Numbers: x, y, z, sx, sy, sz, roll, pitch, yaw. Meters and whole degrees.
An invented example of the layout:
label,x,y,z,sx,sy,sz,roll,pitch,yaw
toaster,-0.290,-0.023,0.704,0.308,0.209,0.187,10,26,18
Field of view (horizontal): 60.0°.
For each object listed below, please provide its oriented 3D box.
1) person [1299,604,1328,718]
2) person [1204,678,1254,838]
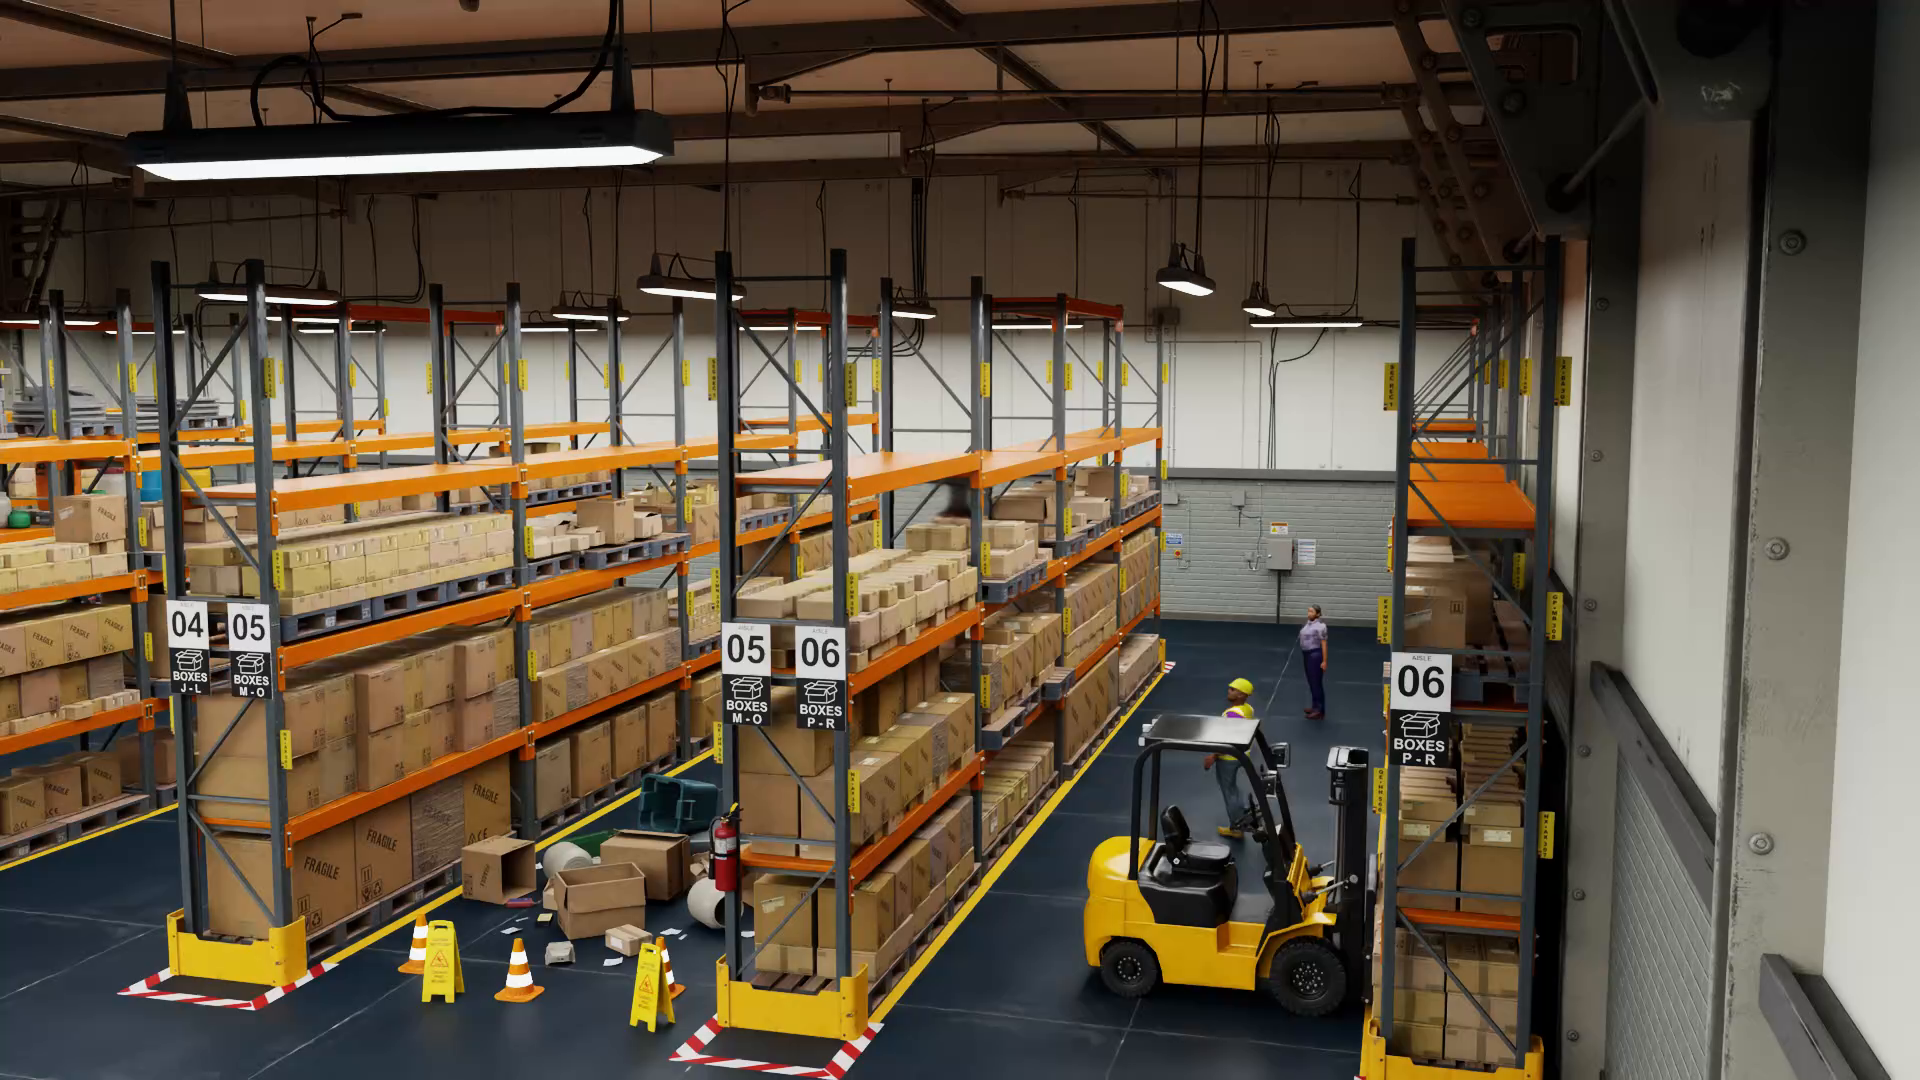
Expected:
label,x,y,z,sx,sy,sz,roll,pitch,yaw
person,5.190,1.767,24.459,0.379,1.646,0.540,0,6,-2
person,2.939,2.366,18.137,0.523,1.748,0.627,6,8,44
